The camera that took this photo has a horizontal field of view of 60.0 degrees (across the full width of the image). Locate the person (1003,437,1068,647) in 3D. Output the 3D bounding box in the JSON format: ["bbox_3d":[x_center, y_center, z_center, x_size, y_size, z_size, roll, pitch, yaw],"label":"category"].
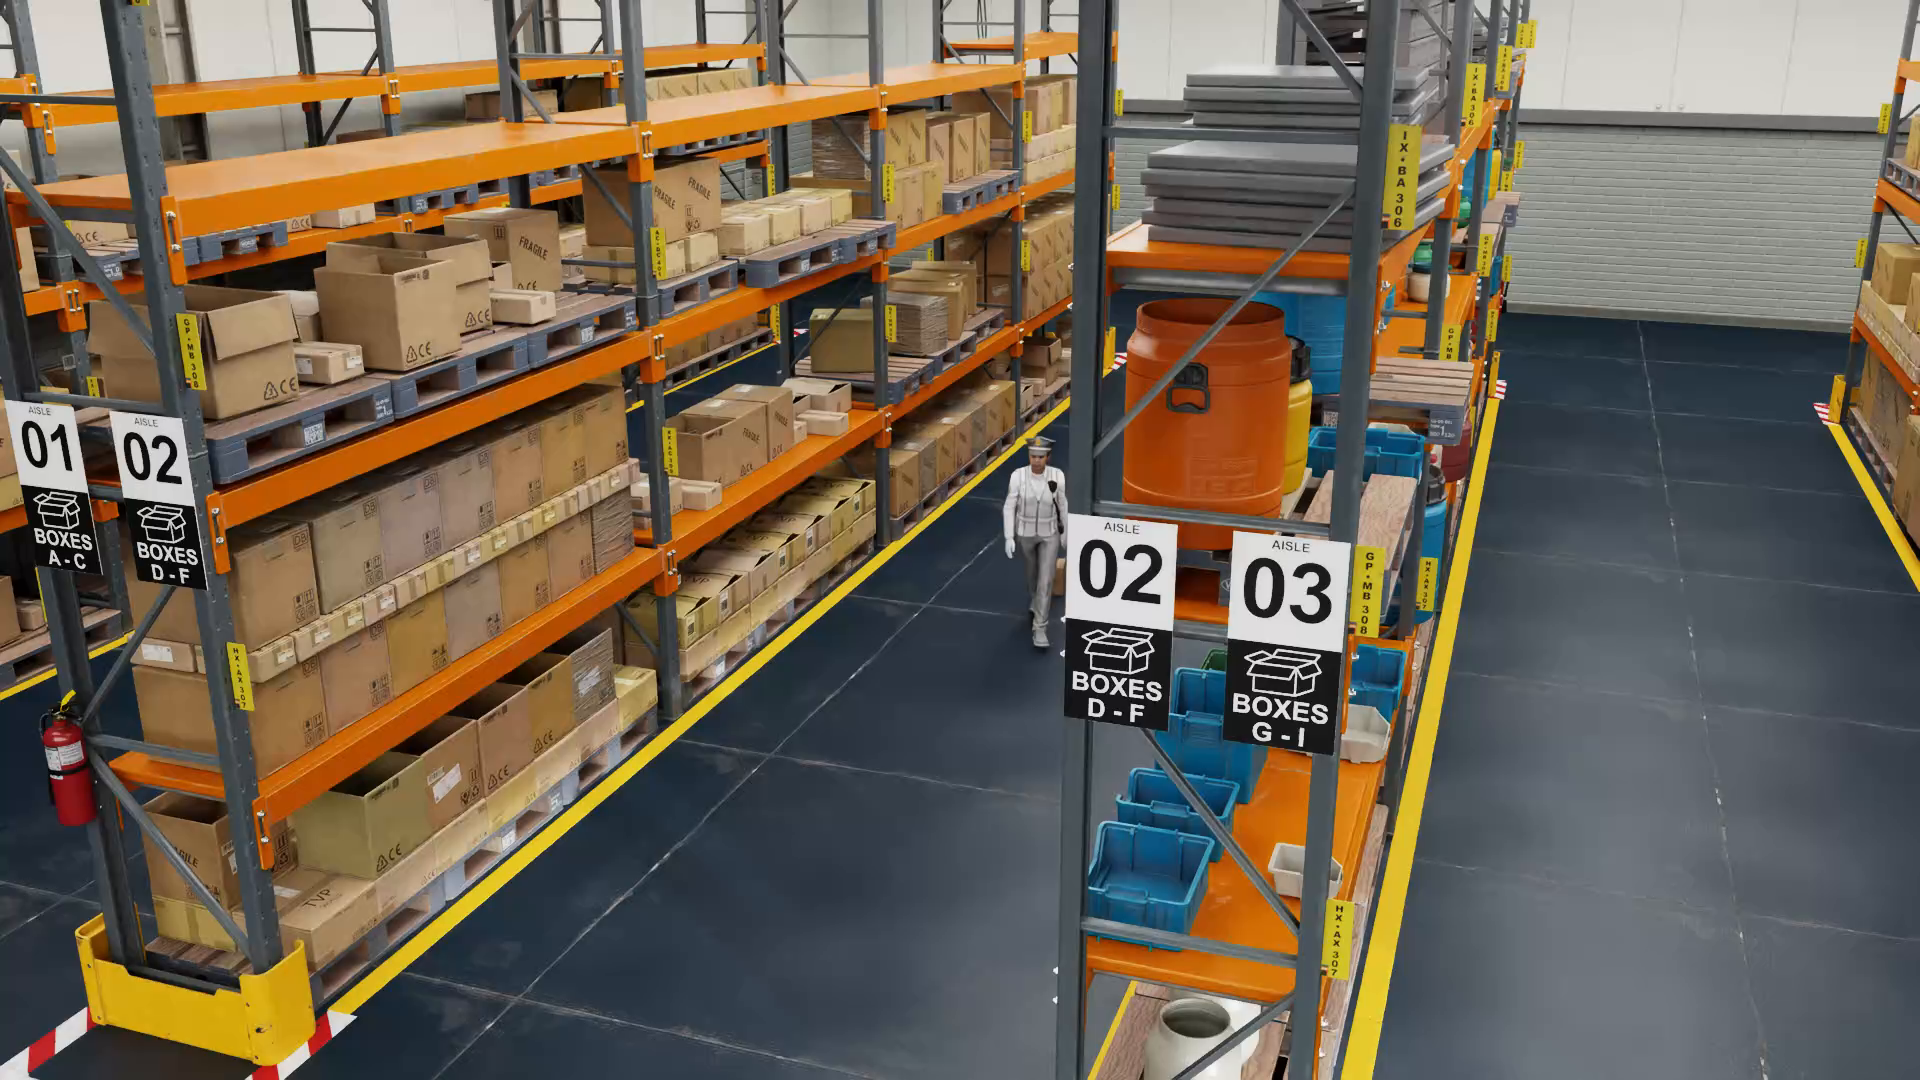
[{"bbox_3d":[0.598,-0.059,13.109,0.514,1.620,1.029,3,19,8],"label":"person"}]
